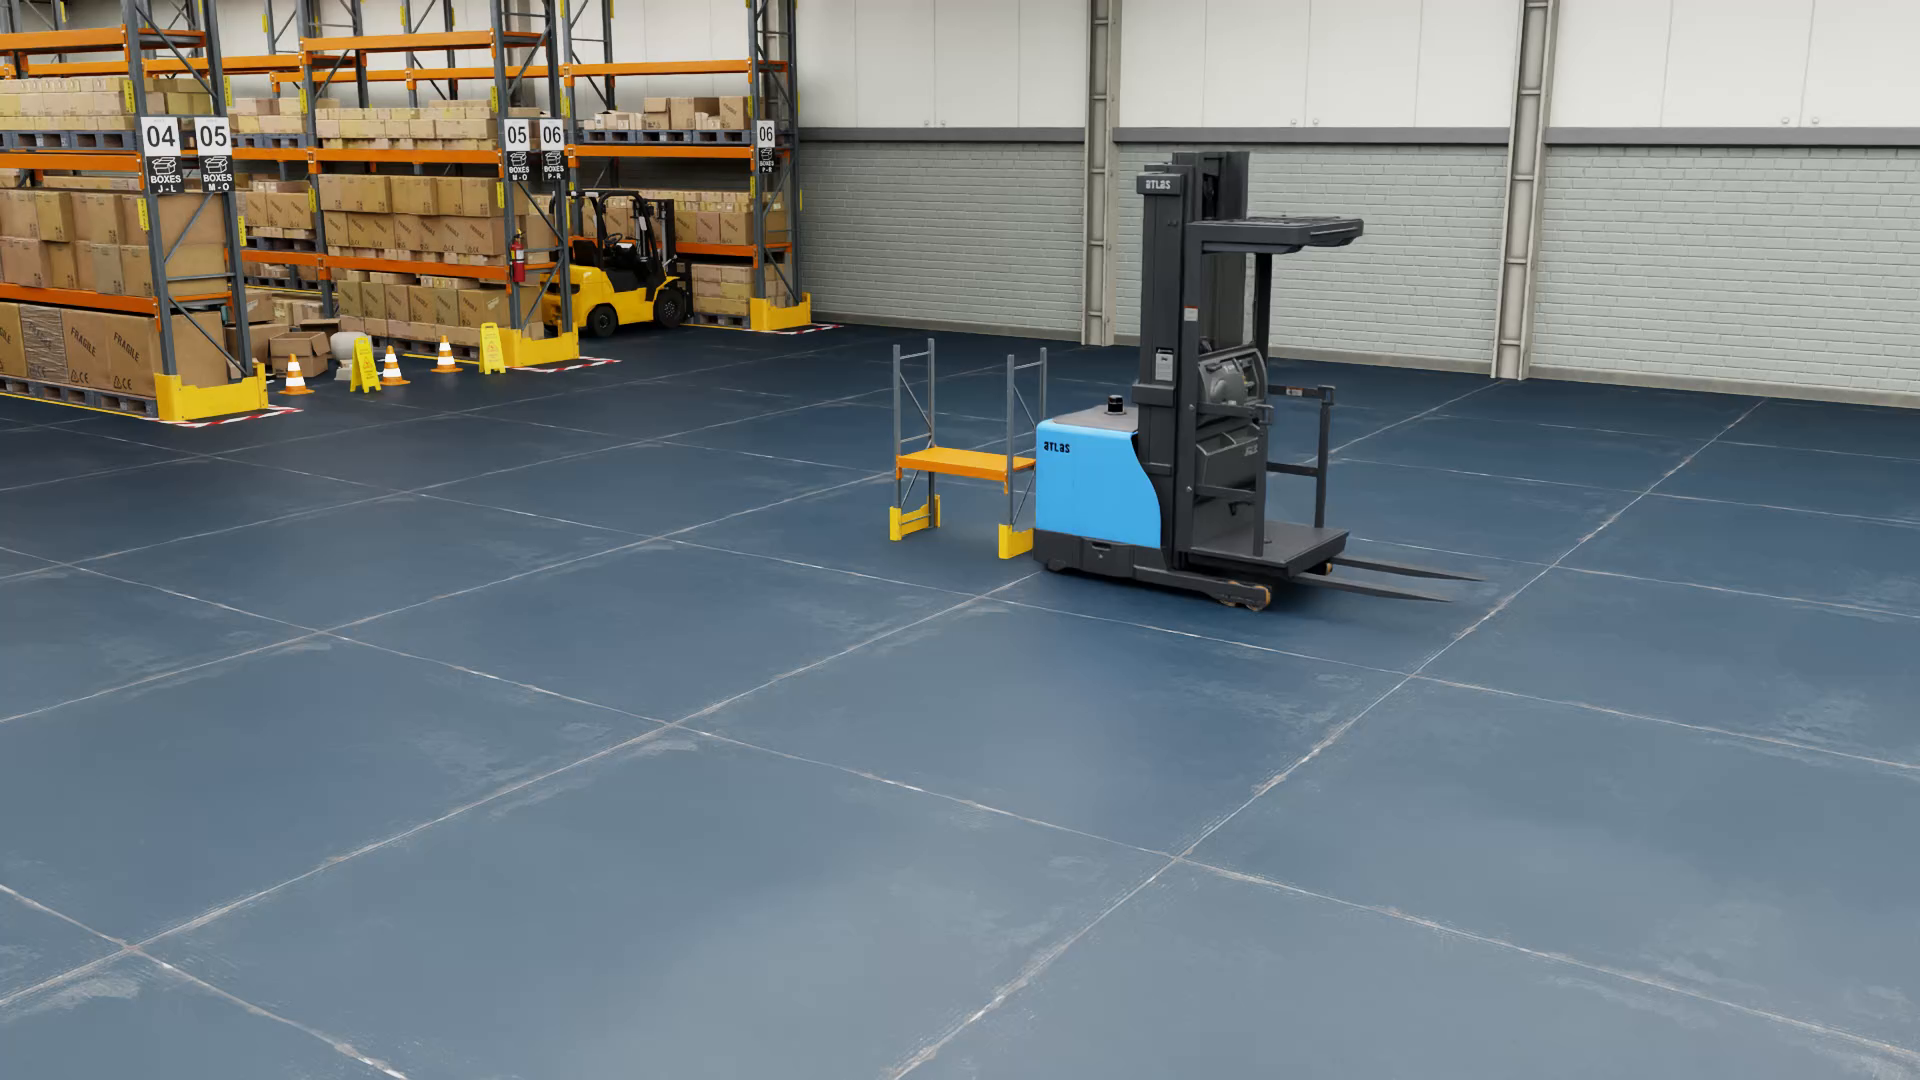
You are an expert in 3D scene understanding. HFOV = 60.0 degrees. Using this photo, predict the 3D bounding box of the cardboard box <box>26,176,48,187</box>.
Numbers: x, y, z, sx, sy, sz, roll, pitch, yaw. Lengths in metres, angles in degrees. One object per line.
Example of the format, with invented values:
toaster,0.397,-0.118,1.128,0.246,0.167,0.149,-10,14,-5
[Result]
cardboard box,-15.397,-5.901,28.129,0.500,0.500,0.500,9,17,33

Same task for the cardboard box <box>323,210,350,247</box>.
cardboard box,-8.754,-4.489,23.886,0.500,0.500,0.500,9,17,33

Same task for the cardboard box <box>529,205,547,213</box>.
cardboard box,-7.177,-5.653,28.688,0.500,0.250,0.500,9,16,31

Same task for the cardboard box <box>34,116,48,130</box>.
cardboard box,-10.054,-4.642,18.529,0.250,0.149,0.380,9,17,33

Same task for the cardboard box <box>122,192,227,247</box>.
cardboard box,-8.610,-3.528,18.273,0.550,0.550,0.875,9,17,33

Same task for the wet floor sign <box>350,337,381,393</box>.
wet floor sign,-7.194,-2.121,20.050,0.232,0.644,0.267,6,15,23

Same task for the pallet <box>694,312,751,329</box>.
pallet,-3.535,-3.605,26.946,1.213,0.211,1.003,9,17,33

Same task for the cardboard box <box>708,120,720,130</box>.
cardboard box,-3.734,-6.501,26.042,0.250,0.149,0.380,9,16,31

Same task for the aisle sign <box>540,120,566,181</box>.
aisle sign,-5.420,-5.189,22.134,0.004,0.787,0.394,9,17,33

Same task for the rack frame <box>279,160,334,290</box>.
rack frame,-12.835,-6.473,32.731,0.127,3.000,1.000,9,17,33

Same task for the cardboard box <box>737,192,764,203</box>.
cardboard box,-3.292,-5.378,26.129,0.250,0.149,0.380,9,17,33

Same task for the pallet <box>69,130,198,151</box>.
pallet,-8.945,-4.384,18.232,1.213,0.211,1.003,9,17,33

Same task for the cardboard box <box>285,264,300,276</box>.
cardboard box,-13.251,-5.508,33.552,0.500,0.311,0.500,10,17,35

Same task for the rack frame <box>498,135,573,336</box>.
rack frame,-5.644,-3.874,22.230,0.127,3.000,1.000,9,17,33

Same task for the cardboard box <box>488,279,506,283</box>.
cardboard box,-7.900,-4.725,29.738,0.625,0.625,0.875,8,16,31

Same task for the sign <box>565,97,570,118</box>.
sign,-6.491,-7.151,27.494,0.005,0.325,0.100,9,17,33

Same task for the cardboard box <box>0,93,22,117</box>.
cardboard box,-10.554,-4.933,18.879,0.500,0.250,0.500,9,16,32

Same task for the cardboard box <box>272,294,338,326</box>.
cardboard box,-9.999,-3.504,25.331,0.625,0.372,0.950,10,17,36

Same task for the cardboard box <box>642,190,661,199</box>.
cardboard box,-4.984,-5.649,27.226,0.250,0.149,0.380,9,17,33

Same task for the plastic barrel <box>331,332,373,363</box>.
plastic barrel,-8.203,-2.598,22.439,0.512,0.421,0.421,-4,14,-16

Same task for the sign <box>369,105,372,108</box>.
sign,-8.667,-6.227,24.416,0.005,0.325,0.100,9,17,33

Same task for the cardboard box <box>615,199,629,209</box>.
cardboard box,-5.468,-5.557,27.471,0.250,0.149,0.380,10,17,34

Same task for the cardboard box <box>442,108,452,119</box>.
cardboard box,-6.686,-5.699,22.222,0.250,0.149,0.380,9,17,33

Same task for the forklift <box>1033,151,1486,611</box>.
forklift,2.020,-1.102,11.174,3.031,2.935,1.130,10,17,34

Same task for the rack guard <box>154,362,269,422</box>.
rack guard,-8.303,-1.657,18.476,0.348,0.500,1.175,9,17,33

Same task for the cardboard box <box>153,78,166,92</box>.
cardboard box,-8.630,-4.989,18.273,0.250,0.149,0.380,9,17,33

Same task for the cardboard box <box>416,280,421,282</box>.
cardboard box,-7.476,-3.482,23.933,0.500,0.500,0.500,10,17,36

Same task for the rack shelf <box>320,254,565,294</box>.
rack shelf,-7.304,-3.793,23.400,4.000,0.370,1.077,9,17,33

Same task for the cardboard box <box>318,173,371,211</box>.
cardboard box,-8.719,-4.986,23.816,0.500,0.500,0.700,9,17,32

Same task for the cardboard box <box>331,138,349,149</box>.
cardboard box,-8.657,-5.607,23.511,0.250,0.149,0.380,9,17,33

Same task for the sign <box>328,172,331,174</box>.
sign,-12.528,-7.147,33.041,0.005,0.325,0.100,9,17,33

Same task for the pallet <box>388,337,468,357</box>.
pallet,-7.370,-2.810,23.736,1.213,0.211,1.003,9,17,33

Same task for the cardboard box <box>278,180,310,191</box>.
cardboard box,-10.115,-5.381,25.266,0.250,0.149,0.380,10,17,36

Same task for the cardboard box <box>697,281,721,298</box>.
cardboard box,-3.866,-4.048,26.742,0.500,0.250,0.500,9,17,32

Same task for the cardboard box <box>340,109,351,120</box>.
cardboard box,-8.438,-5.958,23.270,0.250,0.149,0.380,9,16,31

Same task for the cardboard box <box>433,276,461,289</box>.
cardboard box,-7.004,-3.548,22.849,0.250,0.149,0.380,10,17,34

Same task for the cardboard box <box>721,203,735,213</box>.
cardboard box,-3.550,-5.246,26.217,0.250,0.149,0.380,9,17,34

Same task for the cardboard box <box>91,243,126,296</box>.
cardboard box,-9.125,-3.056,18.615,0.550,0.550,0.875,9,17,33

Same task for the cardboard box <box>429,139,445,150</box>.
cardboard box,-6.929,-5.341,22.435,0.250,0.149,0.380,9,17,32

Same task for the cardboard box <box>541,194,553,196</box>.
cardboard box,-7.184,-6.003,29.271,0.250,0.149,0.380,9,17,33

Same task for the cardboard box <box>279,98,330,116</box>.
cardboard box,-9.516,-6.292,24.155,0.500,0.250,0.500,10,17,34

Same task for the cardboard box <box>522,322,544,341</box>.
cardboard box,-6.159,-2.906,23.170,0.500,0.250,0.500,9,17,32

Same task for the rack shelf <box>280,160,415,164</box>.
rack shelf,-11.175,-7.312,31.374,4.000,0.370,1.077,9,17,33

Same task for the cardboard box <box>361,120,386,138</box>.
cardboard box,-7.910,-5.687,23.006,0.500,0.250,0.500,9,17,33

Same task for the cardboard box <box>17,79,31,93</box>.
cardboard box,-10.268,-5.063,18.572,0.250,0.149,0.380,9,17,33

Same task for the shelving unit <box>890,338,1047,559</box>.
shelving unit,0.063,-0.718,12.602,1.083,1.500,0.587,9,17,33

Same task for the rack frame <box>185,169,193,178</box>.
rack frame,-16.154,-7.010,34.898,0.127,3.000,1.000,9,17,33

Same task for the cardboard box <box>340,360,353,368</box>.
cardboard box,-7.859,-2.263,21.655,0.380,0.149,0.250,-7,15,-25

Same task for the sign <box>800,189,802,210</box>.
sign,-2.563,-5.433,26.560,0.005,0.325,0.100,9,17,33

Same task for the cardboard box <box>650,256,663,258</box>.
cardboard box,-5.251,-4.663,28.184,0.500,0.250,0.500,9,16,32

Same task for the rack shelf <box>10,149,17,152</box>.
rack shelf,-17.261,-6.858,29.540,4.000,0.370,1.077,9,17,33

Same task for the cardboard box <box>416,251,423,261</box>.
cardboard box,-7.332,-3.968,23.134,0.250,0.149,0.380,9,17,33

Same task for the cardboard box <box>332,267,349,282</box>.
cardboard box,-11.700,-5.217,31.983,0.500,0.500,0.500,9,16,31

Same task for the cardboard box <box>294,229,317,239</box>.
cardboard box,-9.545,-4.506,24.433,0.250,0.149,0.380,9,17,34

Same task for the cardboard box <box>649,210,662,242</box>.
cardboard box,-4.706,-5.132,27.103,0.500,0.500,0.500,9,17,33
